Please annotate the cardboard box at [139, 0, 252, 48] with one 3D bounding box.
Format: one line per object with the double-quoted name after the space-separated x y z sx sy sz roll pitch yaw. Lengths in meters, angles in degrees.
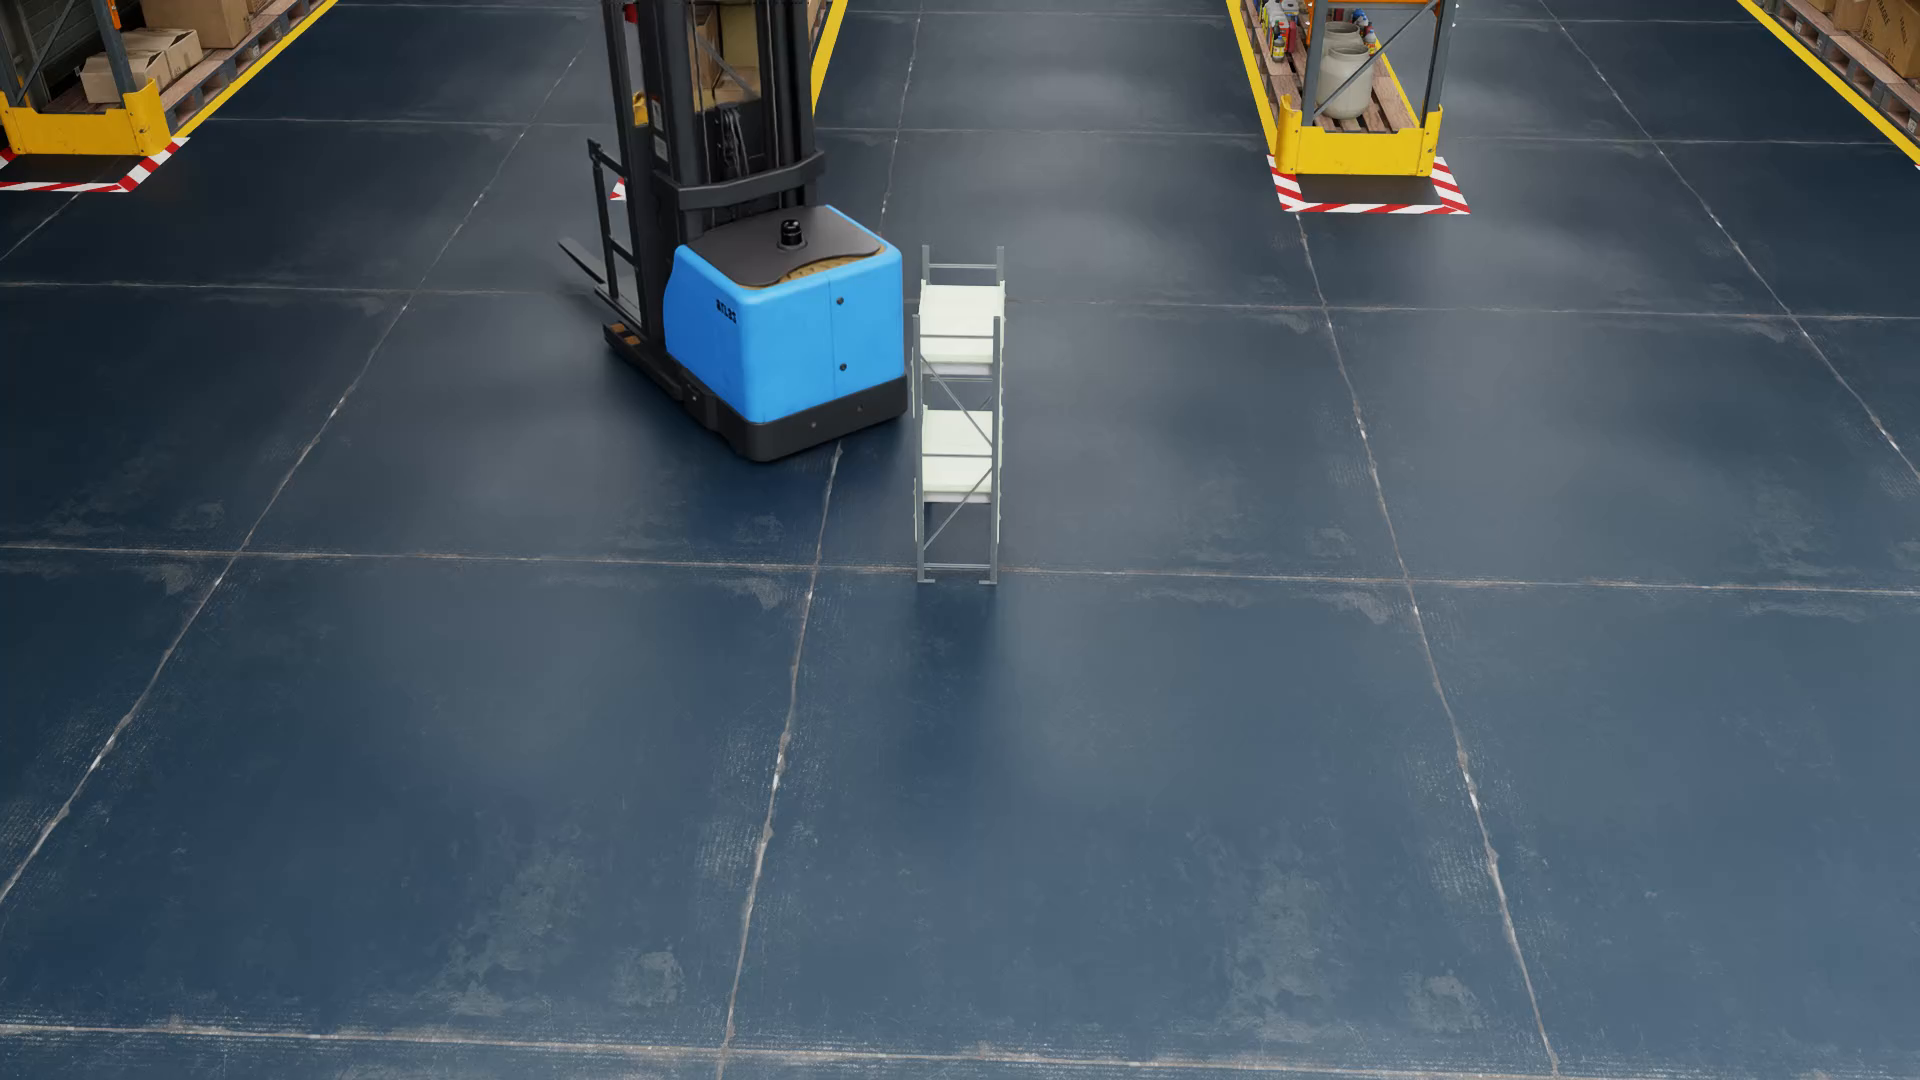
-6.619 -4.585 14.402 0.700 0.500 0.500 -1 35 -1 "cardboard box"

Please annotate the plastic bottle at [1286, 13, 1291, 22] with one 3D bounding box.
2.864 -4.498 14.538 0.097 0.201 0.097 0 35 0 "plastic bottle"

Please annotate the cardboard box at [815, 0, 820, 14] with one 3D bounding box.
-1.559 -4.959 15.169 0.500 0.250 0.500 1 35 2 "cardboard box"

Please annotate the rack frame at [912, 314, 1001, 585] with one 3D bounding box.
-0.015 -0.399 7.960 0.400 1.500 0.023 1 35 2 "rack frame"

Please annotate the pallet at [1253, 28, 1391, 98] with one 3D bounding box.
3.106 -4.125 14.382 1.003 0.211 1.213 1 35 2 "pallet"

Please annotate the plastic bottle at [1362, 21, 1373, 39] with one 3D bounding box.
3.471 -4.288 14.169 0.061 0.283 0.133 2 35 3 "plastic bottle"

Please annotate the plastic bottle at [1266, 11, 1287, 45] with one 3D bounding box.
2.739 -4.411 14.349 0.152 0.276 0.135 0 35 1 "plastic bottle"

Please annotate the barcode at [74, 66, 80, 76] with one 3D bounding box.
-7.120 -3.783 13.418 0.001 0.075 0.075 1 35 2 "barcode"

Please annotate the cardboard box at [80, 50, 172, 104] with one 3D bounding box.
-6.722 -3.760 13.393 0.500 0.311 0.500 -2 35 -3 "cardboard box"

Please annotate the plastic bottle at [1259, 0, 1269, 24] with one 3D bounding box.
2.718 -4.766 14.848 0.061 0.283 0.133 3 35 4 "plastic bottle"

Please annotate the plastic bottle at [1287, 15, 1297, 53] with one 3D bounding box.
2.839 -4.332 14.230 0.061 0.283 0.133 1 35 2 "plastic bottle"

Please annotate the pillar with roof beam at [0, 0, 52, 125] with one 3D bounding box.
-3.374 -7.062 10.918 9.100 9.000 0.400 1 35 2 "pillar with roof beam"

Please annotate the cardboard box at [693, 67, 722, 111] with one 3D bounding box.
-2.163 -3.534 13.142 0.500 0.250 0.500 1 35 2 "cardboard box"

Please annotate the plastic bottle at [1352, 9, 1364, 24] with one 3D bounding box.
3.470 -4.525 14.515 0.097 0.271 0.097 0 35 0 "plastic bottle"

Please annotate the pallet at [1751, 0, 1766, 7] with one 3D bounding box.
8.199 -5.546 16.403 1.003 0.211 1.213 1 35 2 "pallet"

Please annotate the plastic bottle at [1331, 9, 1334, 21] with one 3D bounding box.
3.358 -4.738 14.808 0.061 0.283 0.133 1 35 2 "plastic bottle"

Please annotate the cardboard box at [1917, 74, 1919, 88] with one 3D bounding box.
8.040 -3.793 13.293 0.500 0.500 0.500 10 36 14 "cardboard box"

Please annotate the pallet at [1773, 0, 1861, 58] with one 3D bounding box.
8.178 -4.712 15.217 1.003 0.211 1.213 1 35 2 "pallet"

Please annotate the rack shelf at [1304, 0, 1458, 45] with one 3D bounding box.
3.140 -4.910 13.700 1.077 0.370 4.000 1 35 2 "rack shelf"

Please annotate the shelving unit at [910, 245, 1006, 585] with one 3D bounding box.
0.000 -0.610 8.259 0.431 1.500 0.755 1 35 2 "shelving unit"

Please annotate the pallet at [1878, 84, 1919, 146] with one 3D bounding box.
8.080 -3.310 13.222 1.003 0.211 1.213 1 35 2 "pallet"

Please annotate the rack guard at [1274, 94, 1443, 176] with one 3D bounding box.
3.016 -3.078 12.640 1.175 0.500 0.348 1 35 2 "rack guard"

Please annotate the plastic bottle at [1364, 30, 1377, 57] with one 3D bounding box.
3.444 -4.154 13.988 0.097 0.271 0.097 0 35 0 "plastic bottle"

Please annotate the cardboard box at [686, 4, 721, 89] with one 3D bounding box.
-2.165 -3.841 12.926 0.500 0.500 0.500 1 35 2 "cardboard box"

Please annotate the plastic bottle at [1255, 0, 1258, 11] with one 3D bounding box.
2.773 -4.996 15.117 0.144 0.351 0.185 2 35 3 "plastic bottle"

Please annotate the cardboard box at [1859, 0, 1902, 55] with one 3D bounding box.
8.152 -4.472 14.259 0.500 0.500 0.500 -2 35 -2 "cardboard box"

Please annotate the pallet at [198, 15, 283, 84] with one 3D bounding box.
-6.716 -4.352 14.705 1.003 0.211 1.213 1 35 2 "pallet"

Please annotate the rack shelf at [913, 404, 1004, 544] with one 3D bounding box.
0.000 -0.343 8.446 0.431 0.370 0.720 1 35 2 "rack shelf"

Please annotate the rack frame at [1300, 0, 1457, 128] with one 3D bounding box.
3.060 -4.056 11.858 1.000 3.000 0.127 1 35 2 "rack frame"

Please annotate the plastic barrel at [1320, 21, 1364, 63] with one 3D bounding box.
3.030 -3.878 13.403 0.421 0.512 0.421 0 35 0 "plastic barrel"

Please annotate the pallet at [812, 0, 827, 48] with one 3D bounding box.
-1.803 -4.874 15.447 1.003 0.211 1.213 1 35 2 "pallet"

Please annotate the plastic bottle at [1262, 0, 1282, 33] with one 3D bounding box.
2.749 -4.643 14.615 0.144 0.351 0.185 1 35 2 "plastic bottle"

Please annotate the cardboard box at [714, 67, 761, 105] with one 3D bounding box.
-1.646 -3.522 13.125 0.500 0.250 0.500 1 35 2 "cardboard box"

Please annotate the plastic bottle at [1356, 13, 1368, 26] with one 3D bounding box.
3.462 -4.408 14.350 0.097 0.271 0.097 0 35 0 "plastic bottle"

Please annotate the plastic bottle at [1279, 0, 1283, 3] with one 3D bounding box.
2.888 -4.877 15.017 0.097 0.271 0.097 0 35 0 "plastic bottle"

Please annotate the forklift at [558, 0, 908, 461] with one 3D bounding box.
-1.561 -2.435 9.611 1.130 2.935 3.031 -22 41 -28 "forklift"

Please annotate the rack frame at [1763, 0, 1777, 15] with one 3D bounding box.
8.169 -6.239 14.965 1.000 3.000 0.127 1 35 2 "rack frame"

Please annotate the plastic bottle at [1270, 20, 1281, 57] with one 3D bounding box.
2.682 -4.257 14.124 0.061 0.283 0.133 2 35 3 "plastic bottle"

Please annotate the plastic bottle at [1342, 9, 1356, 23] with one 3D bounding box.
3.451 -4.654 14.695 0.152 0.276 0.135 2 35 3 "plastic bottle"

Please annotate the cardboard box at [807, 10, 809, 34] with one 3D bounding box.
-1.584 -4.384 14.351 0.500 0.250 0.500 1 35 2 "cardboard box"

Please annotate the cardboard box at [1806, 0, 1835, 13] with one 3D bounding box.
8.113 -5.160 15.237 0.500 0.500 0.500 0 35 0 "cardboard box"
